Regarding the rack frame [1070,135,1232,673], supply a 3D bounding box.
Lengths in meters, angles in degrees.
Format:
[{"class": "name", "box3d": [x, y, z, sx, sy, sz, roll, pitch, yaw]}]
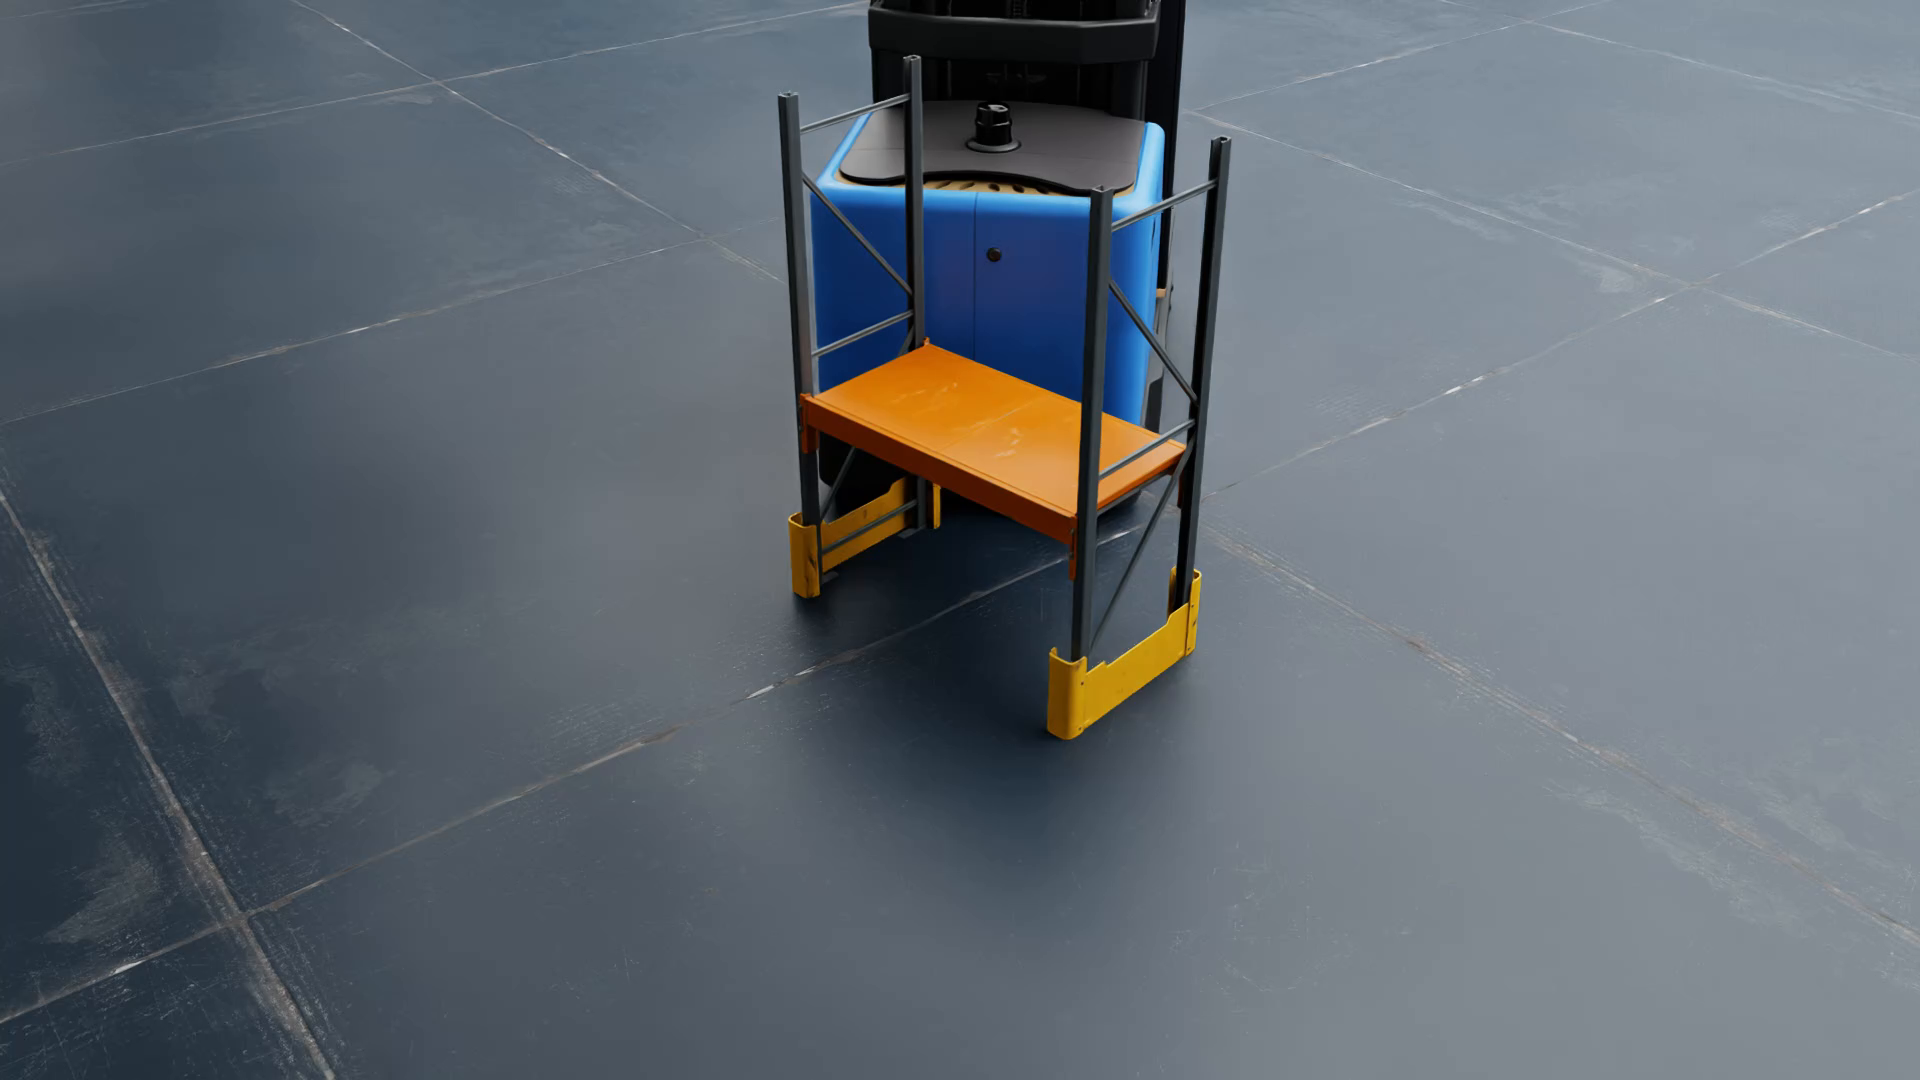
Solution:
[{"class": "rack frame", "box3d": [0.466, -0.224, 4.189, 0.032, 1.500, 0.500, 26, 40, 35]}]

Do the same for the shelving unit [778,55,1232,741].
[{"class": "shelving unit", "box3d": [0.084, -0.408, 4.486, 1.083, 1.500, 0.587, 26, 40, 35]}]

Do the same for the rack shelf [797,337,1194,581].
[{"class": "rack shelf", "box3d": [0.091, -0.252, 4.576, 1.000, 0.185, 0.538, 26, 40, 35]}]

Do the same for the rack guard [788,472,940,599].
[{"class": "rack guard", "box3d": [-0.283, -0.055, 5.101, 0.087, 0.250, 0.587, 26, 40, 35]}]

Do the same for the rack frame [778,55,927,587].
[{"class": "rack frame", "box3d": [-0.284, -0.586, 4.772, 0.032, 1.500, 0.500, 26, 40, 35]}]

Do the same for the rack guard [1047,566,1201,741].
[{"class": "rack guard", "box3d": [0.452, 0.300, 4.530, 0.087, 0.250, 0.587, 26, 40, 35]}]

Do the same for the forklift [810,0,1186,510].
[{"class": "forklift", "box3d": [0.270, -2.102, 5.857, 1.130, 2.935, 3.031, 5, 32, 7]}]
